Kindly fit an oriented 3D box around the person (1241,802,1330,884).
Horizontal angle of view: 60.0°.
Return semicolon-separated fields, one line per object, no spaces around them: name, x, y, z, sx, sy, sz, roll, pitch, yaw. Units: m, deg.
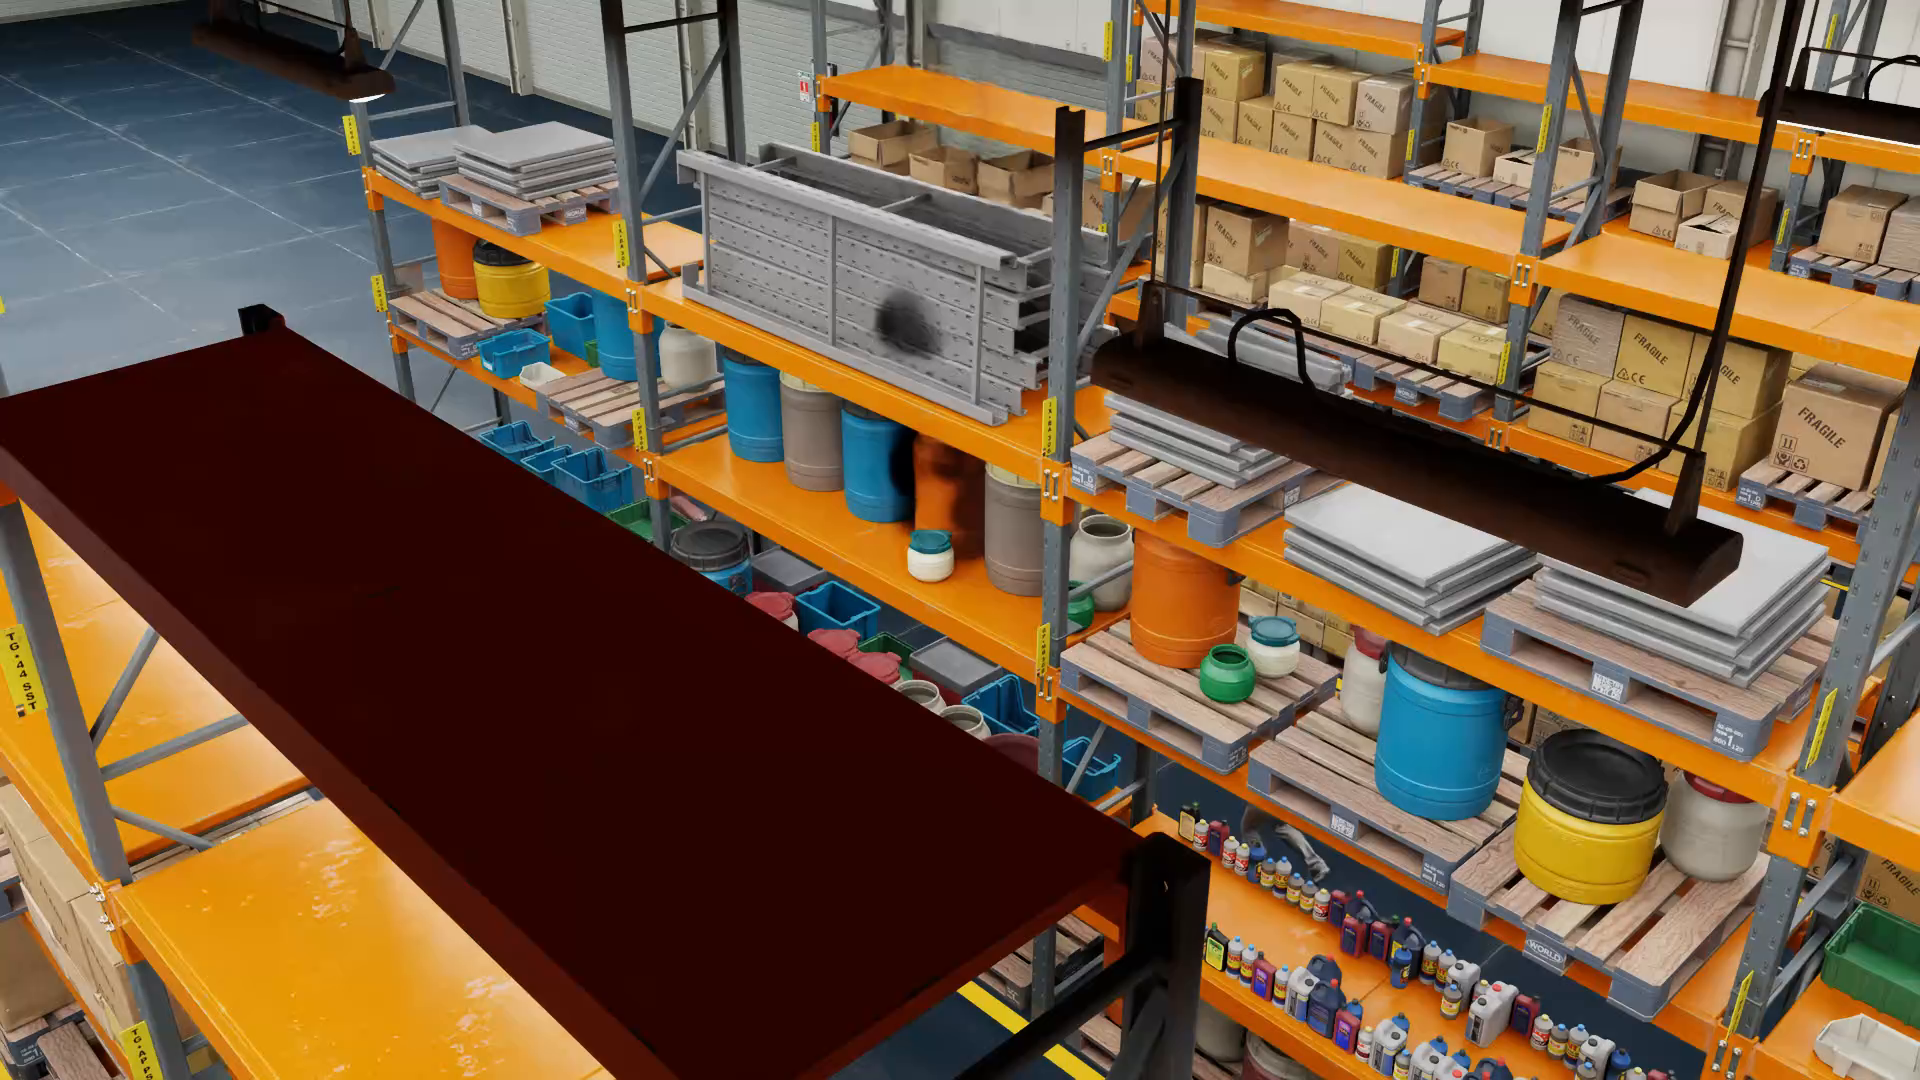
person;2.275;1.809;11.731;0.636;1.663;0.759;-25;37;-38

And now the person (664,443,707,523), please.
person;-2.726;-0.743;16.529;0.728;1.651;0.582;17;32;28
